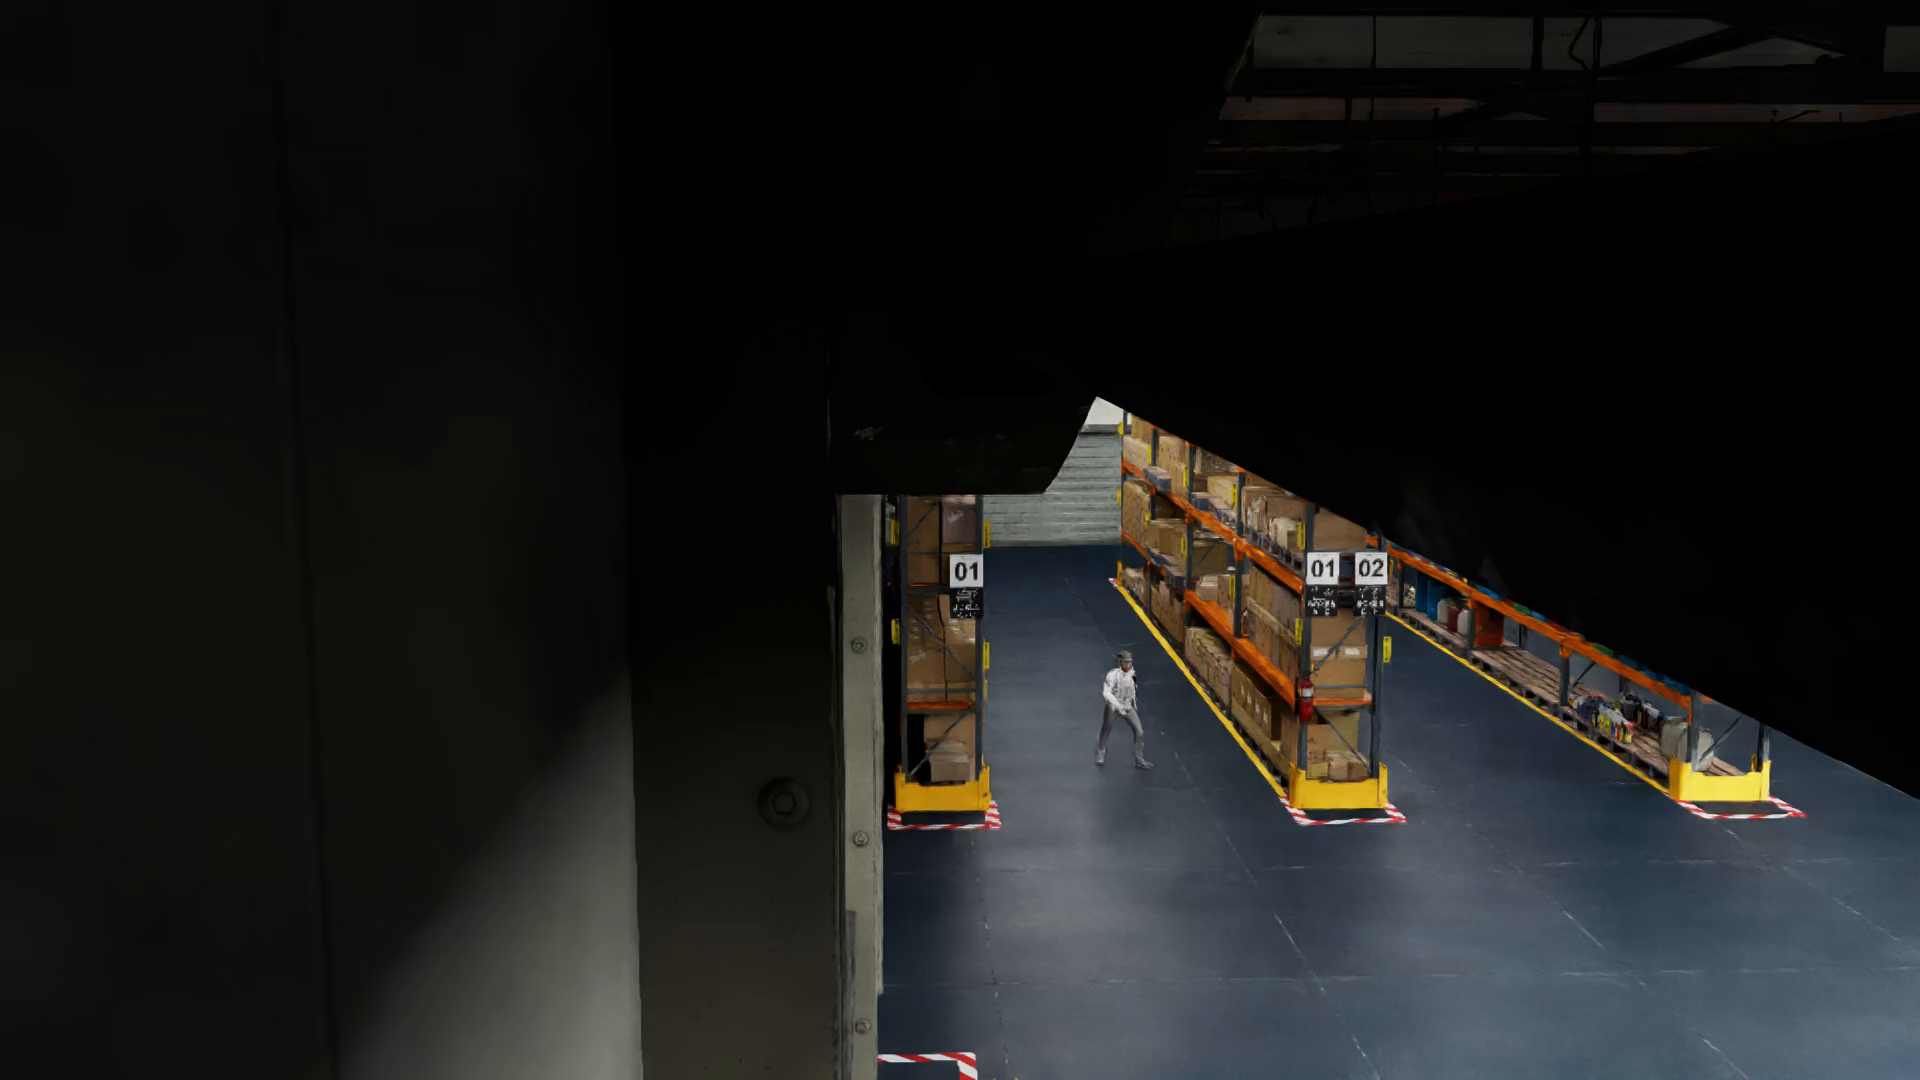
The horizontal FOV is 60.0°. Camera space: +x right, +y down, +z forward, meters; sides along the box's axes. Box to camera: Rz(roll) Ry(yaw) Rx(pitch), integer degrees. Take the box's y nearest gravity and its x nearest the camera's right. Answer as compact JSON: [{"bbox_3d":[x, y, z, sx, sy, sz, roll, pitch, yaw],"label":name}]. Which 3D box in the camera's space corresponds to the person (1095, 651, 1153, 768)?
[{"bbox_3d":[2.163,2.245,22.362,0.643,1.612,0.794,-3,9,-20],"label":"person"}]
